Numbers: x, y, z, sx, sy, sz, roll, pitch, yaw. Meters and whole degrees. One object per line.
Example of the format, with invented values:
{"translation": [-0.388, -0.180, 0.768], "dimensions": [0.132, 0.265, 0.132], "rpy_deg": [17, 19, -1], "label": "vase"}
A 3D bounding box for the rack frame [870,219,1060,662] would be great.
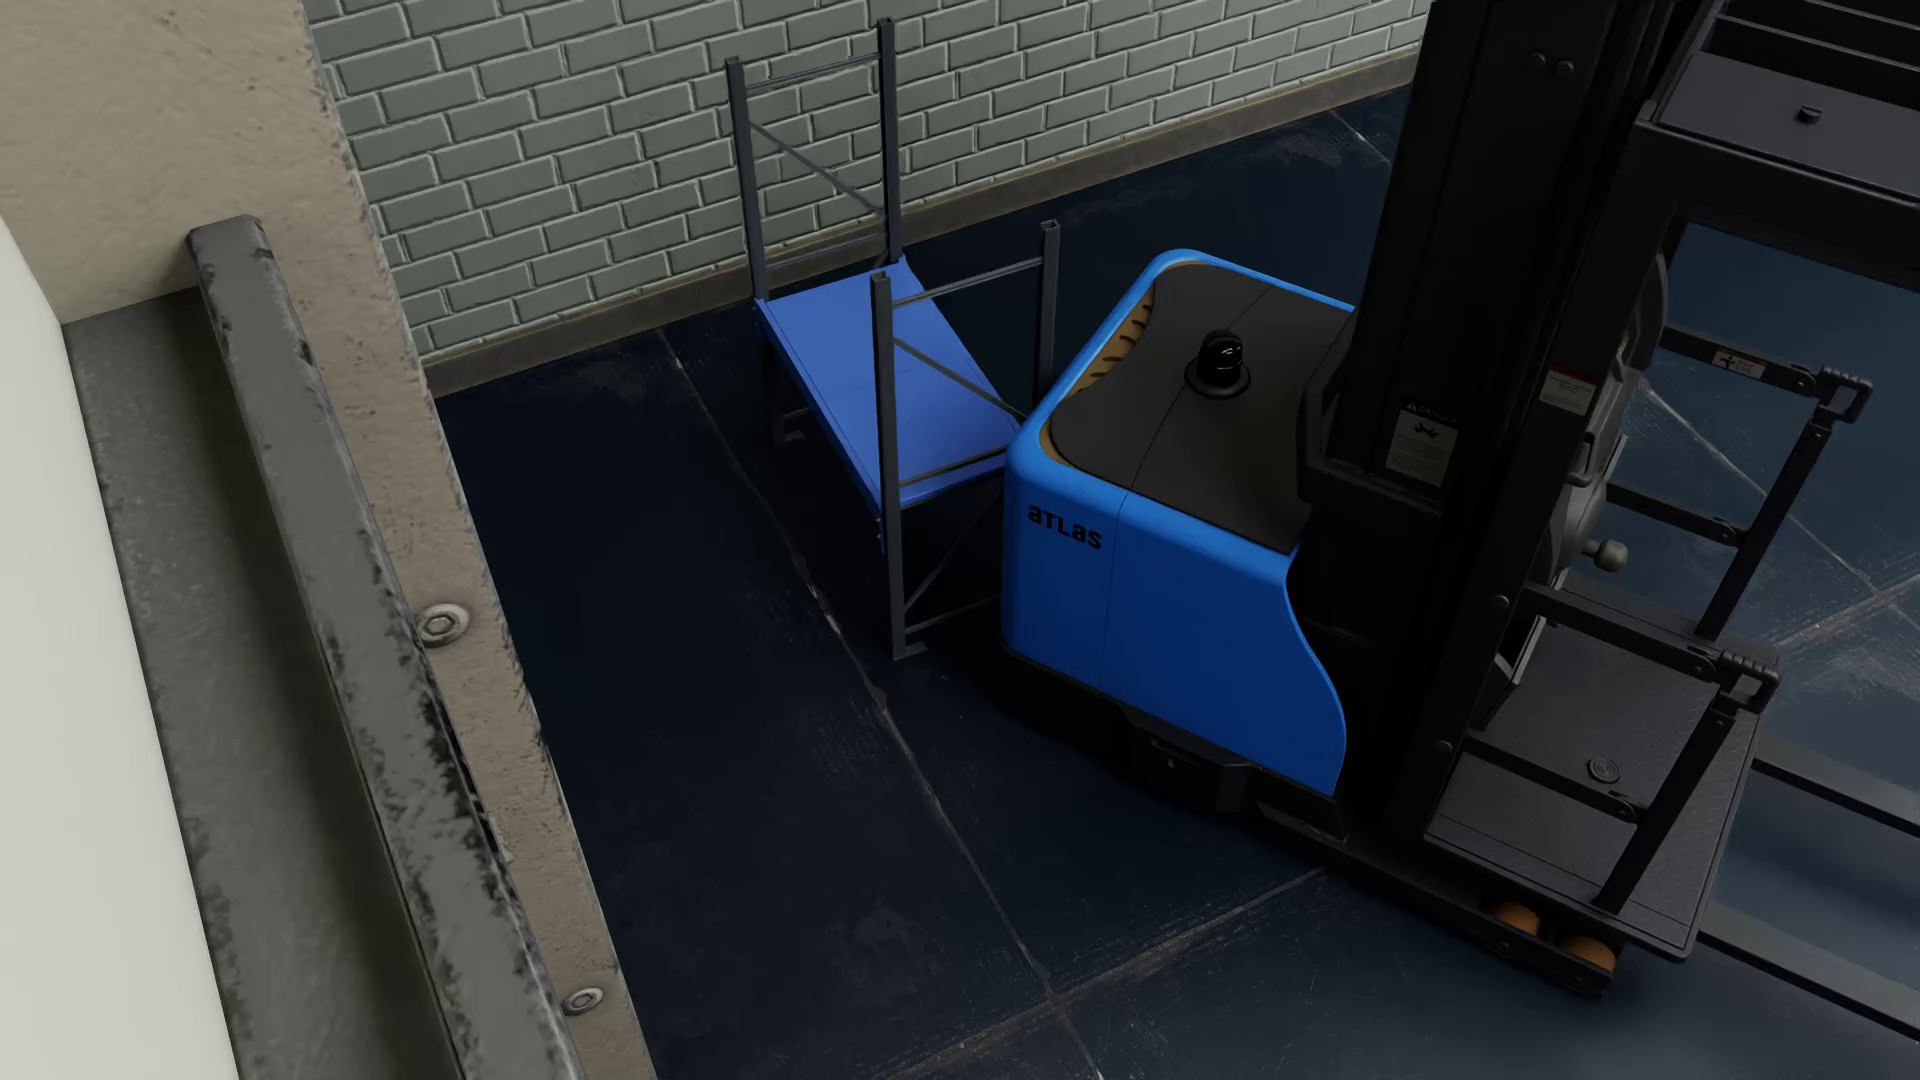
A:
{"translation": [0.016, -0.212, 4.606], "dimensions": [0.500, 1.500, 0.032], "rpy_deg": [-20, 52, -16], "label": "rack frame"}

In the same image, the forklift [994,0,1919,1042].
{"translation": [1.634, -0.239, 3.679], "dimensions": [3.031, 2.935, 1.130], "rpy_deg": [24, 53, 19], "label": "forklift"}

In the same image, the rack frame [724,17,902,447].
{"translation": [-0.418, -0.904, 5.212], "dimensions": [0.500, 1.500, 0.032], "rpy_deg": [-20, 52, -16], "label": "rack frame"}

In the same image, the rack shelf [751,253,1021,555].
{"translation": [-0.201, -0.440, 5.044], "dimensions": [0.538, 0.185, 1.000], "rpy_deg": [-20, 52, -16], "label": "rack shelf"}

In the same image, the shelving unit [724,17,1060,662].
{"translation": [-0.201, -0.558, 4.909], "dimensions": [0.538, 1.500, 1.048], "rpy_deg": [-20, 52, -16], "label": "shelving unit"}
